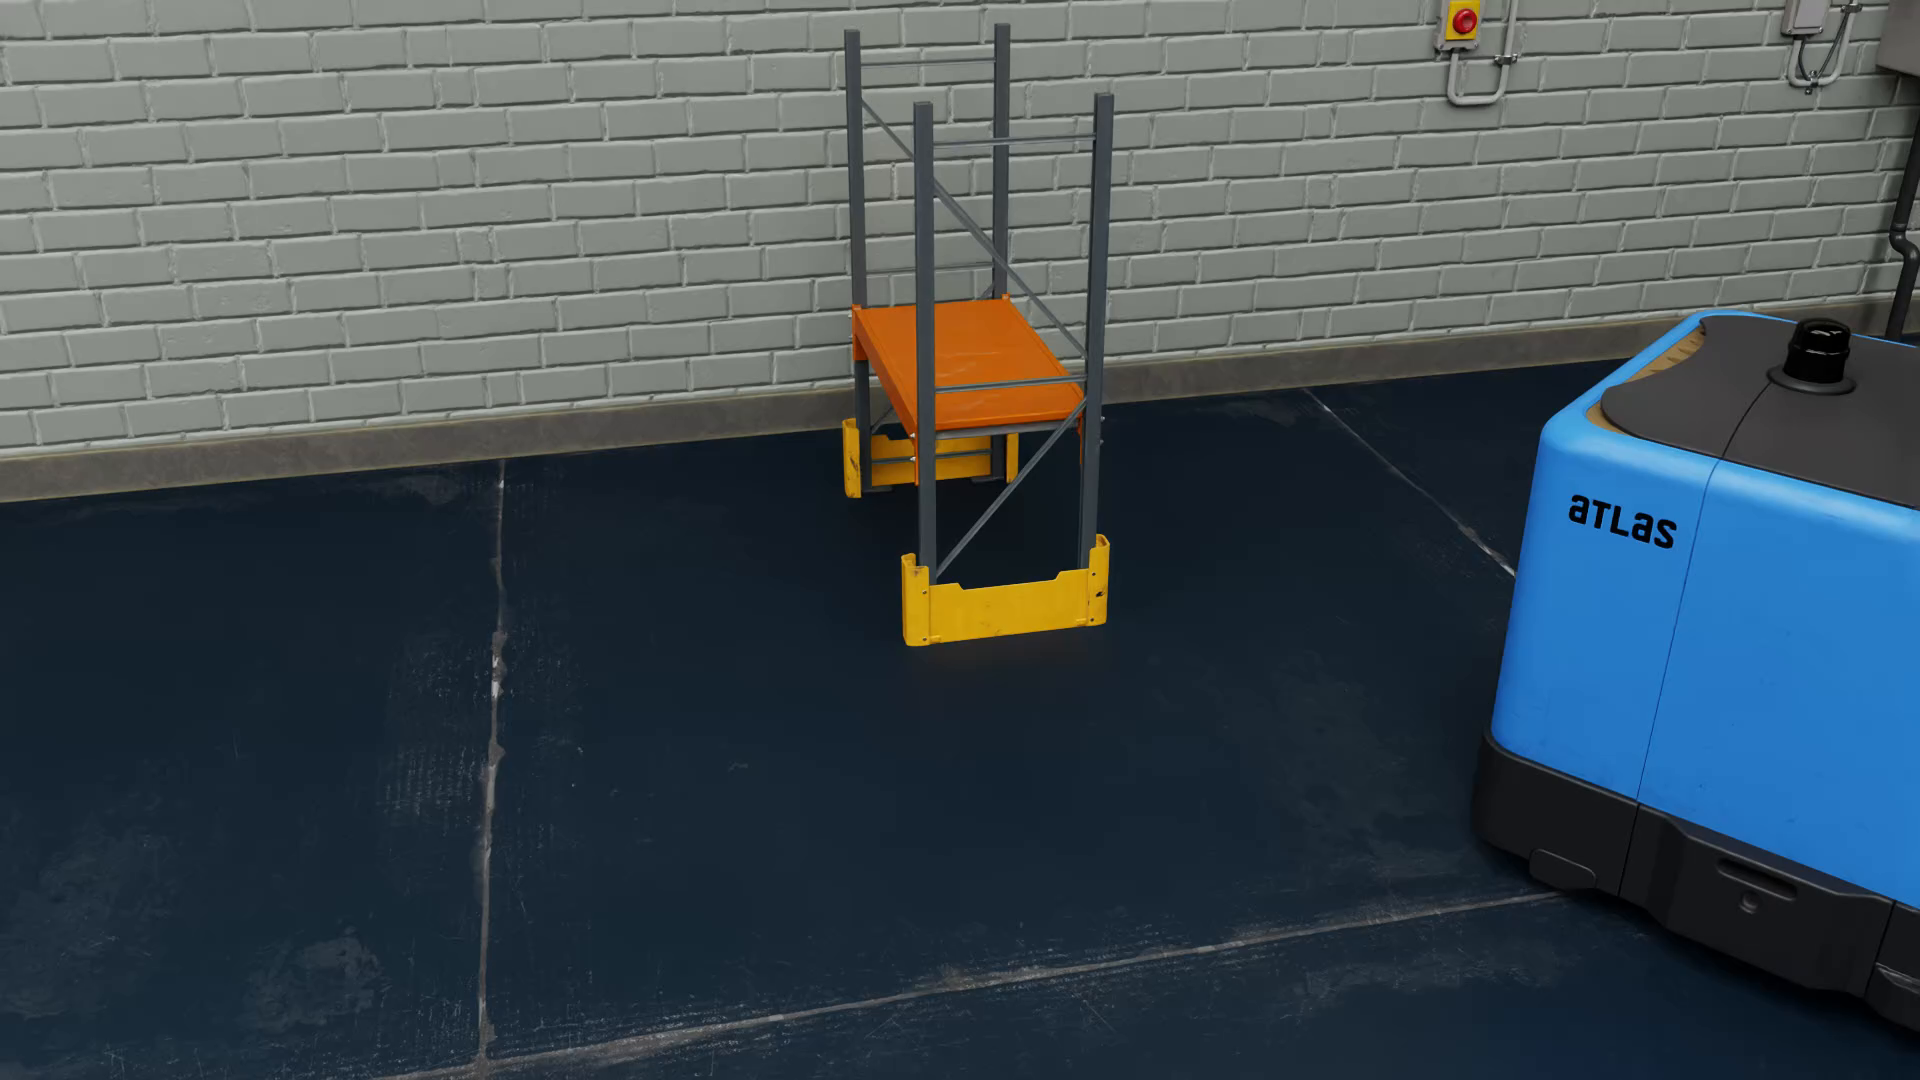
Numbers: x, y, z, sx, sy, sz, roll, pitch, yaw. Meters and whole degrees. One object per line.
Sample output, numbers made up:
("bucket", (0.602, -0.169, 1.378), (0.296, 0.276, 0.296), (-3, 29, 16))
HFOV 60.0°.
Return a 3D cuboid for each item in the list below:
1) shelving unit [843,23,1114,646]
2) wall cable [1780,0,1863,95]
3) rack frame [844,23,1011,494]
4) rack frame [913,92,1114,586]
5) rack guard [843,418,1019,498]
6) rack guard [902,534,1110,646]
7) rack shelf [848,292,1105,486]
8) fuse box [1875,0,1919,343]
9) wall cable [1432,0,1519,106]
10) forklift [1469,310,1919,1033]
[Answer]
("shelving unit", (0.017, -0.636, 4.846), (0.587, 1.500, 1.083), (-6, 27, -12))
("wall cable", (3.125, -2.560, 5.866), (0.588, 1.984, 0.122), (-6, 27, -12))
("rack frame", (-0.095, -0.855, 5.280), (0.500, 1.500, 0.032), (-6, 27, -12))
("rack frame", (0.134, -0.409, 4.396), (0.500, 1.500, 0.032), (-6, 27, -12))
("rack guard", (-0.095, -0.297, 5.561), (0.587, 0.250, 0.087), (-6, 27, -12))
("rack guard", (0.129, 0.141, 4.694), (0.587, 0.250, 0.087), (-6, 27, -12))
("rack shelf", (0.019, -0.472, 4.919), (0.538, 0.185, 1.000), (-6, 27, -12))
("fuse box", (3.825, -1.532, 6.386), (0.539, 1.711, 0.414), (-6, 27, -12))
("wall cable", (1.746, -2.425, 5.564), (0.585, 1.953, 0.123), (-6, 27, -12))
("forklift", (2.618, -0.327, 2.645), (3.031, 2.935, 1.130), (21, 33, 35))
